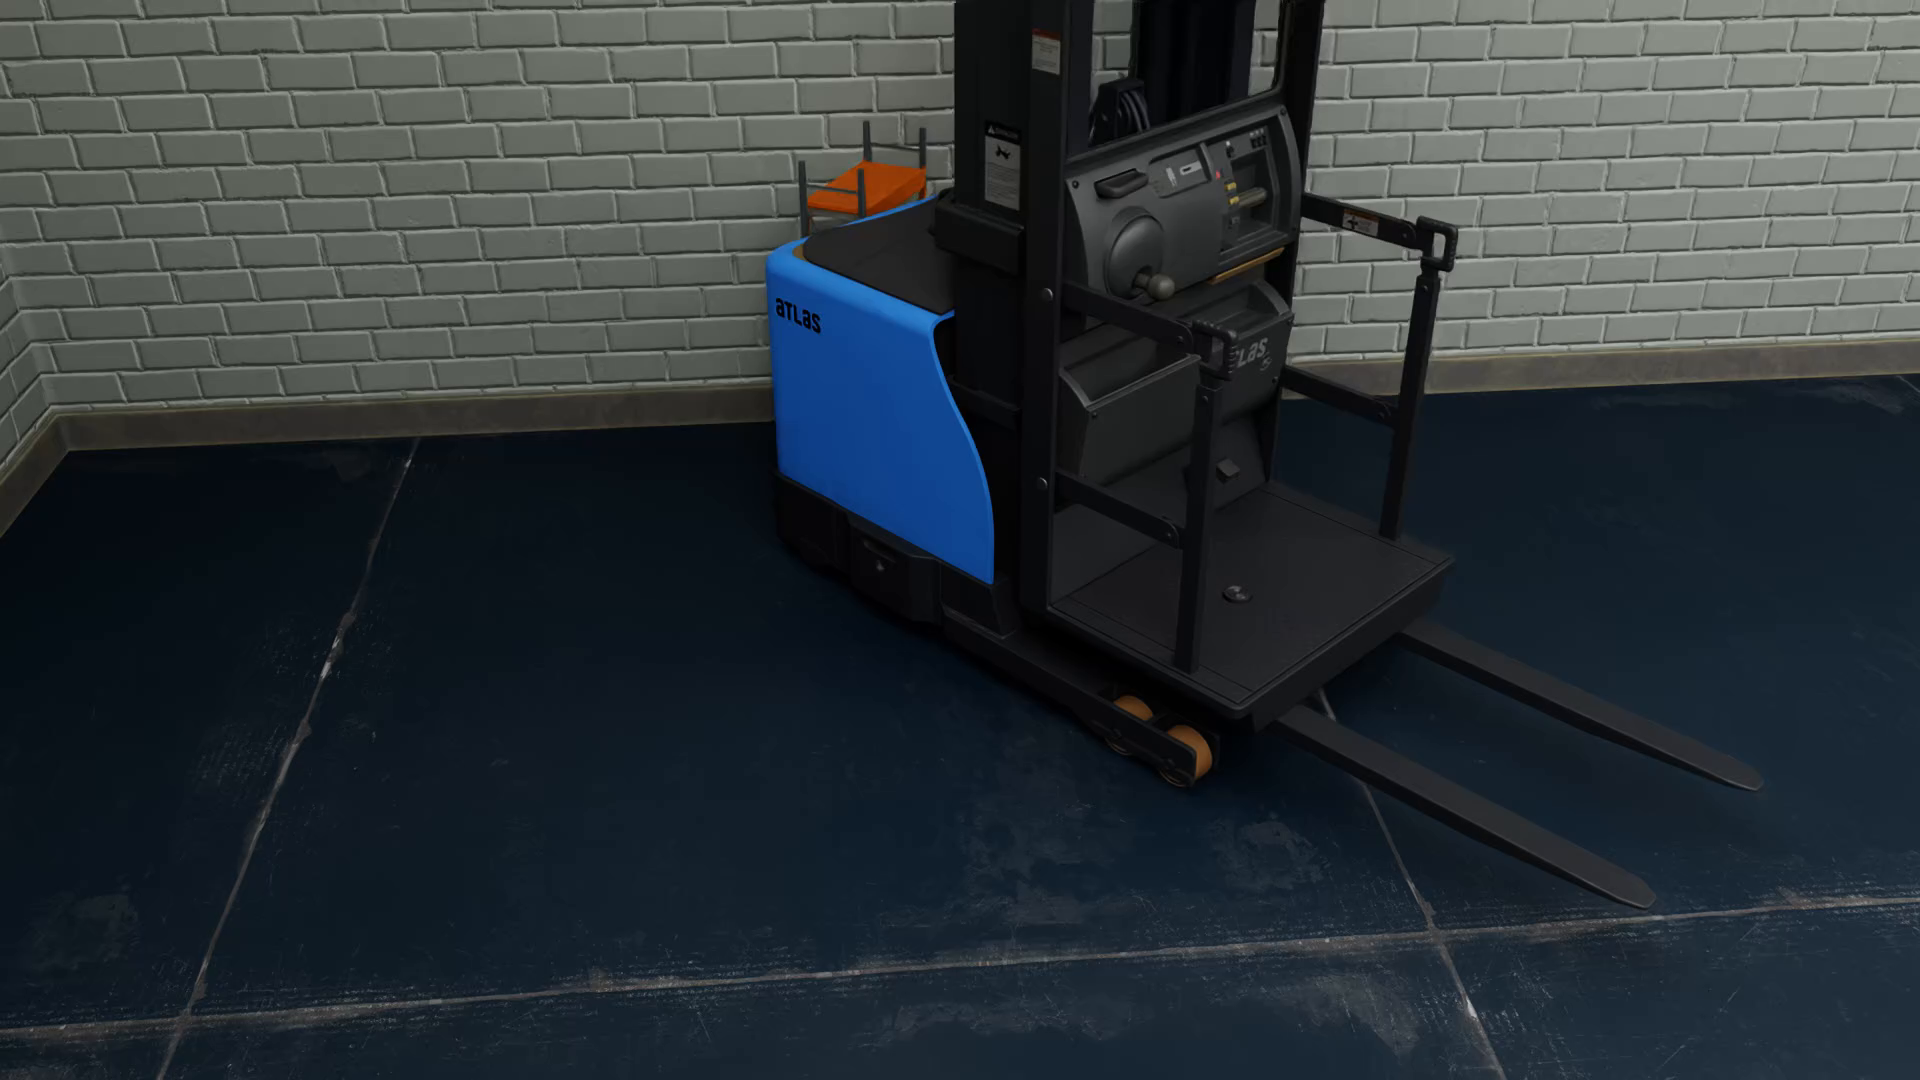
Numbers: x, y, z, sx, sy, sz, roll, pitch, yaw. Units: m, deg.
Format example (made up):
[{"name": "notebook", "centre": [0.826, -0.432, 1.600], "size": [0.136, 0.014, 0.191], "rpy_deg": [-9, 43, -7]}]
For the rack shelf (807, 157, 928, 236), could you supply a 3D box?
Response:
[{"name": "rack shelf", "centre": [-0.328, -1.173, 5.777], "size": [0.258, 0.148, 0.480], "rpy_deg": [12, 33, 20]}]

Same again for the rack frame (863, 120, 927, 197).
[{"name": "rack frame", "centre": [-0.232, -0.950, 6.171], "size": [0.240, 1.200, 0.015], "rpy_deg": [12, 33, 20]}]

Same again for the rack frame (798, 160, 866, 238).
[{"name": "rack frame", "centre": [-0.425, -0.721, 5.786], "size": [0.240, 1.200, 0.015], "rpy_deg": [12, 33, 20]}]

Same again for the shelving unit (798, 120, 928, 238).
[{"name": "shelving unit", "centre": [-0.328, -0.835, 5.979], "size": [0.258, 1.200, 0.503], "rpy_deg": [12, 33, 20]}]

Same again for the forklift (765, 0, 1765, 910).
[{"name": "forklift", "centre": [0.770, -0.878, 4.361], "size": [1.130, 2.935, 3.031], "rpy_deg": [-27, 40, -37]}]
